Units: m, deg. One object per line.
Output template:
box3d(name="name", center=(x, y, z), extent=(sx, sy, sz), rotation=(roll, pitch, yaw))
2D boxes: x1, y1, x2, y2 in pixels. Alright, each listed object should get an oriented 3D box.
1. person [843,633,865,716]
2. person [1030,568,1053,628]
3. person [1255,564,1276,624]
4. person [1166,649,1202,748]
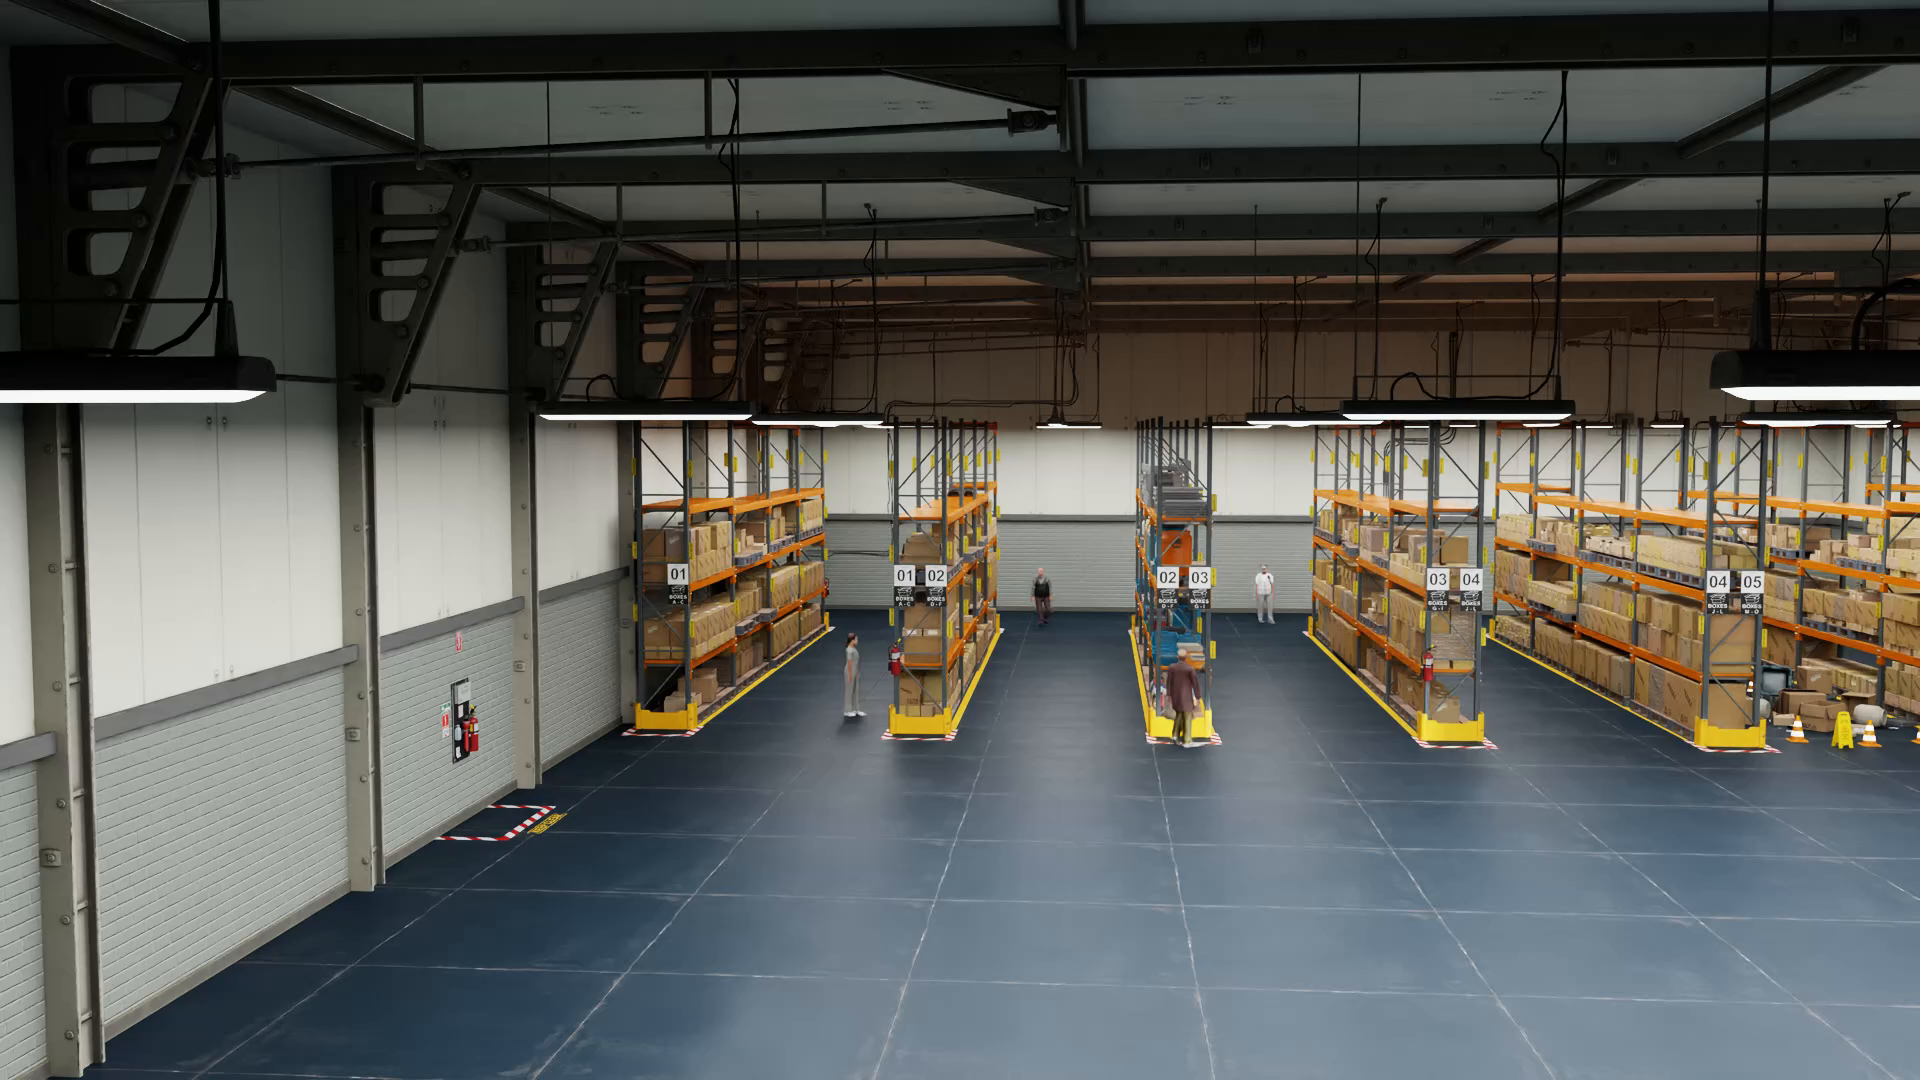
box3d(name="person", center=(-2.142, 2.703, 33.399), extent=(0.412, 1.688, 0.458), rotation=(1, 4, 8))
box3d(name="person", center=(2.376, 1.690, 48.724), extent=(0.637, 1.728, 0.454), rotation=(-1, 4, -12))
box3d(name="person", center=(9.122, 1.611, 49.662), extent=(0.575, 1.775, 0.557), rotation=(0, 4, -6))
box3d(name="person", center=(4.072, 2.884, 30.153), extent=(0.478, 1.829, 0.622), rotation=(-4, 5, -44))
